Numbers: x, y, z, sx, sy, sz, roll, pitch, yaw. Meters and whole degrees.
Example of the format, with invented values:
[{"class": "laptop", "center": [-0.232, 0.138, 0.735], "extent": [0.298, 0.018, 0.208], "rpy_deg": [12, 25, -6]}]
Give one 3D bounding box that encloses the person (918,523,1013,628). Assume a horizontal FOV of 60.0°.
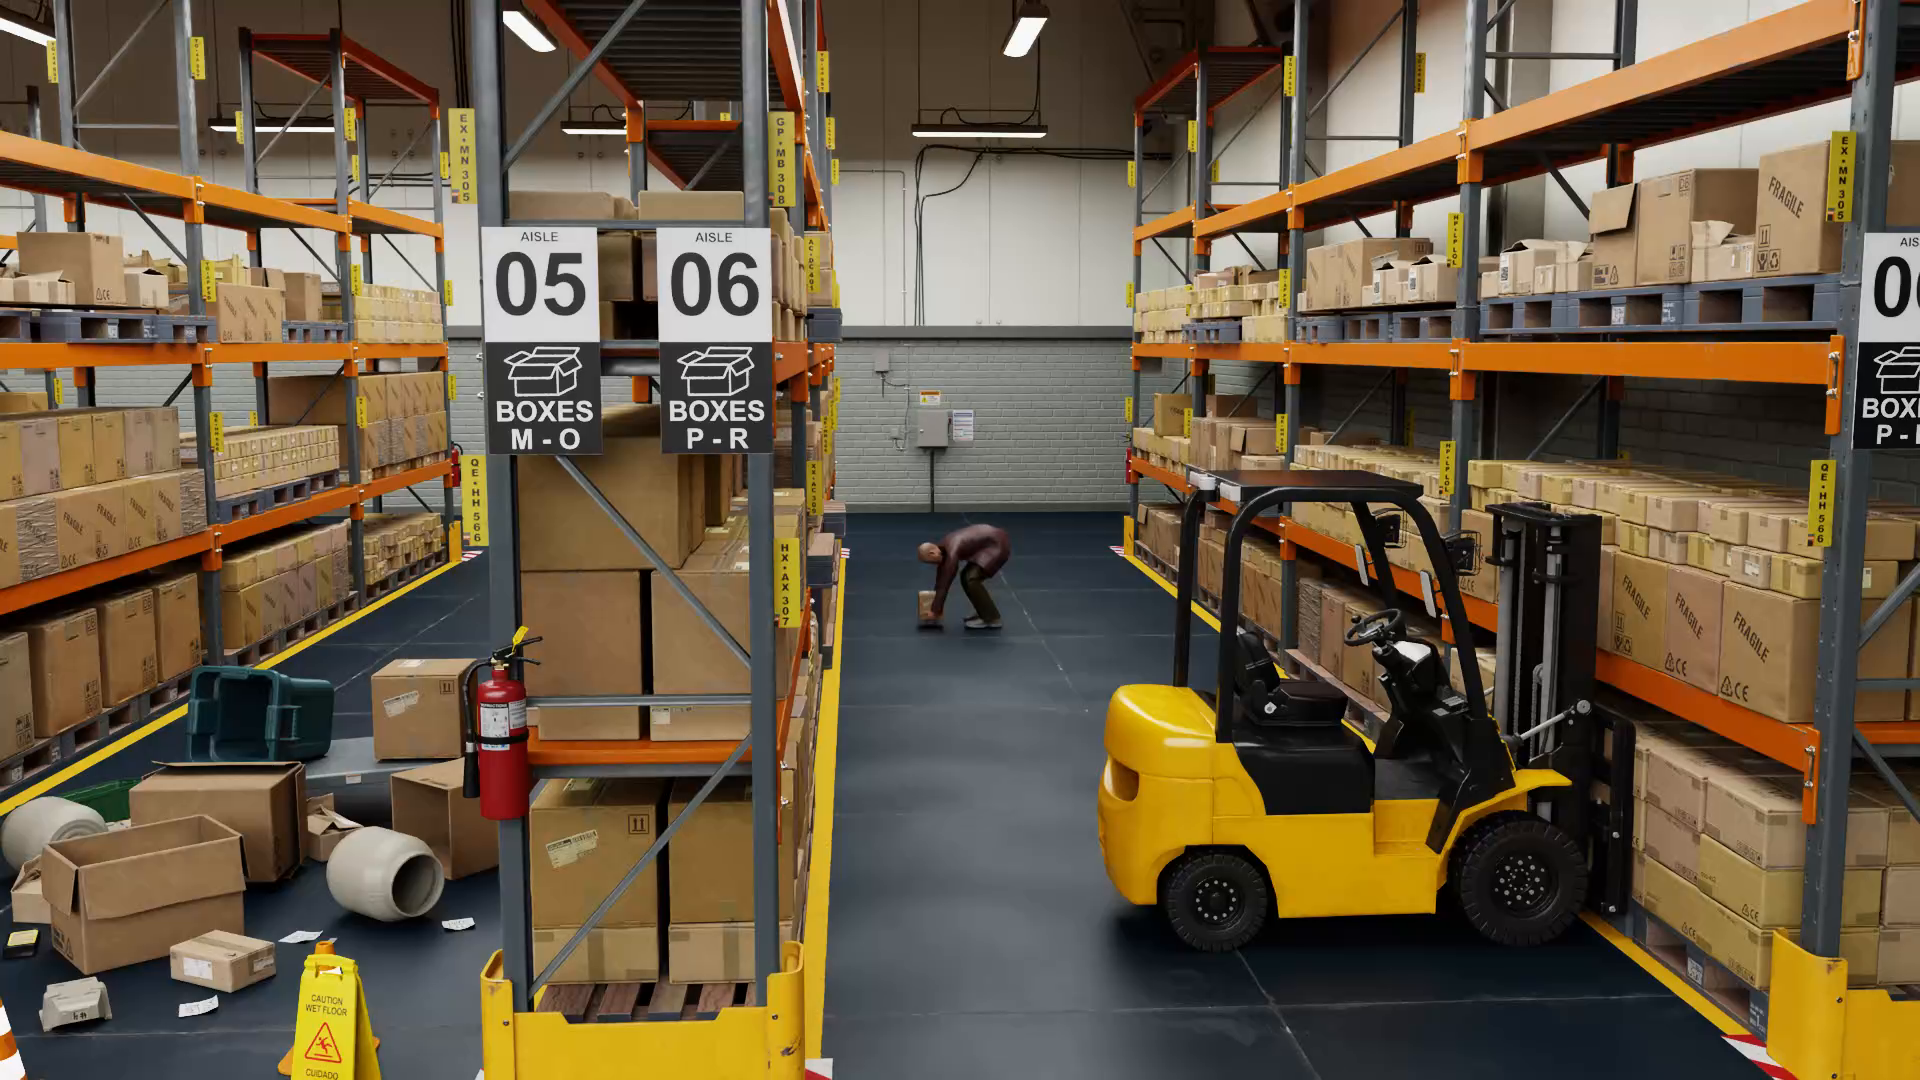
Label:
[{"class": "person", "center": [0.049, 0.350, 16.538], "extent": [0.943, 1.024, 0.589], "rpy_deg": [-1, 7, -7]}]
